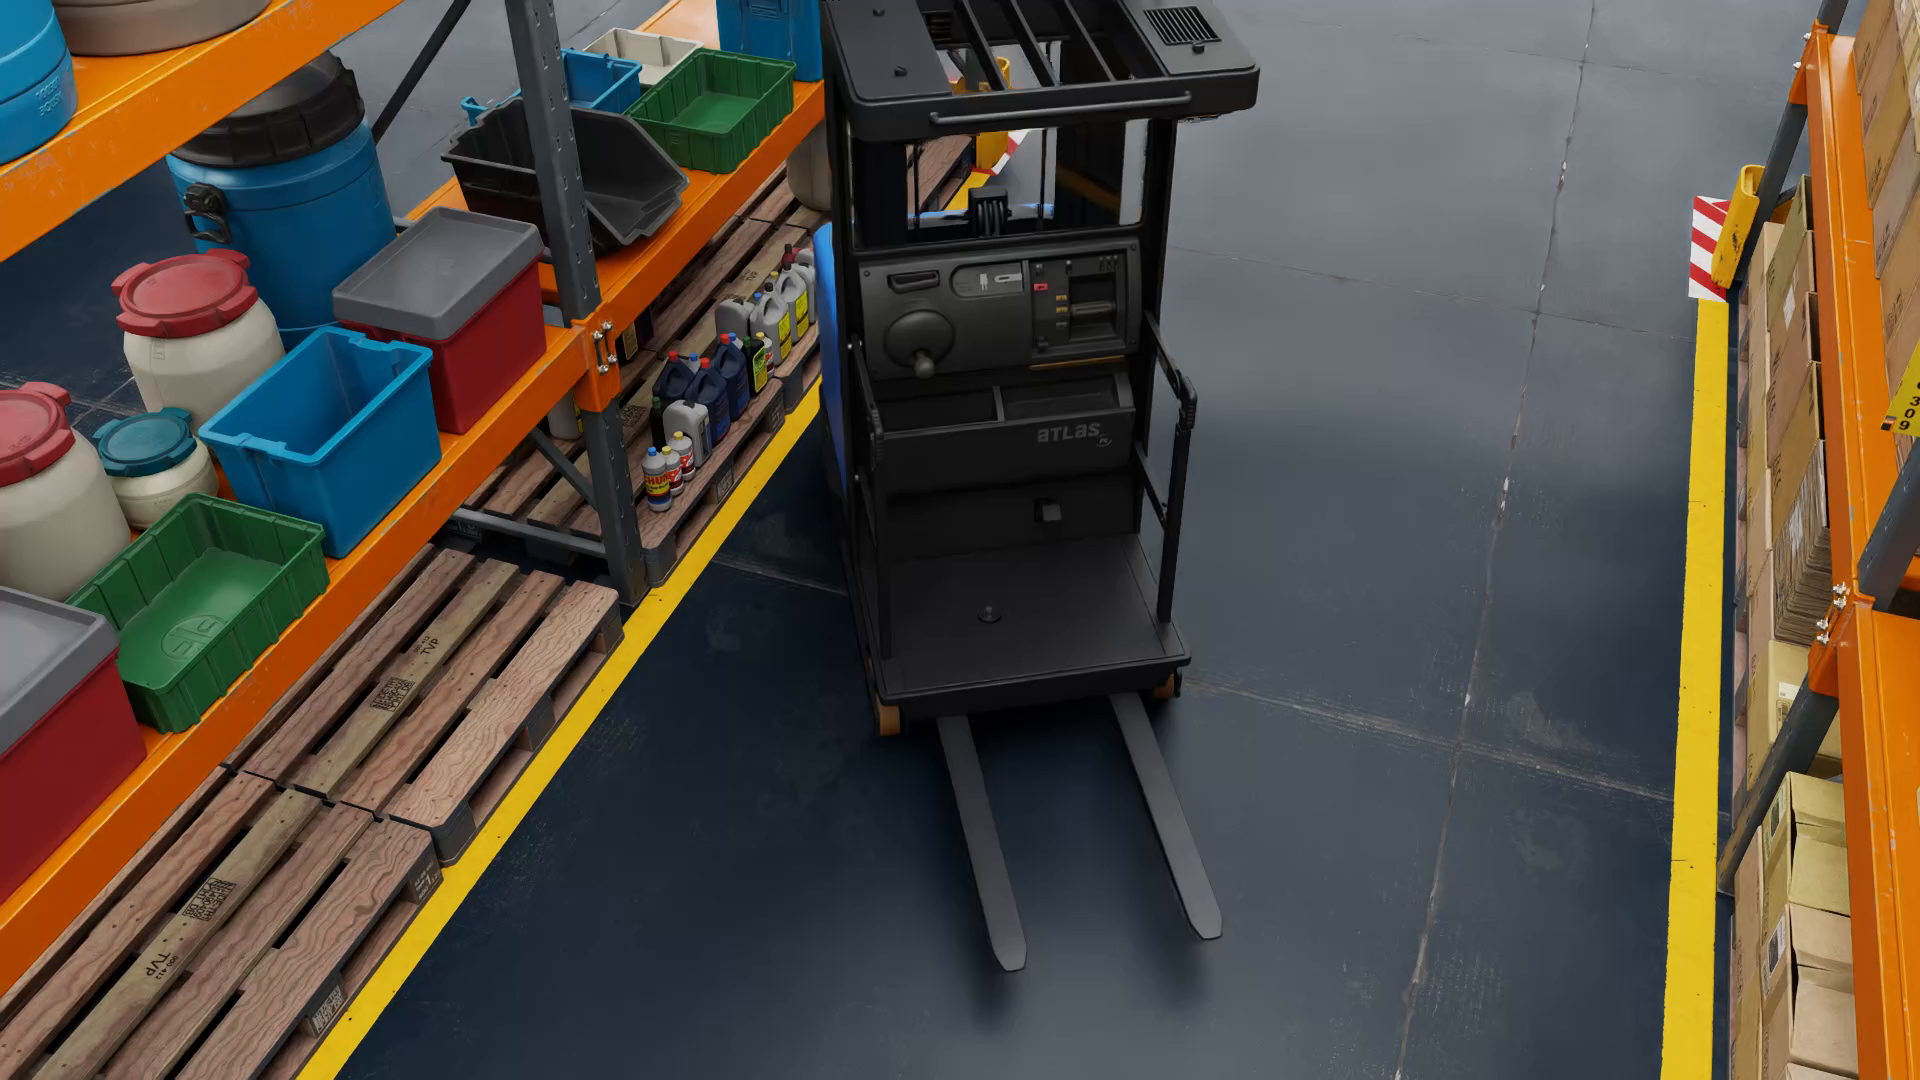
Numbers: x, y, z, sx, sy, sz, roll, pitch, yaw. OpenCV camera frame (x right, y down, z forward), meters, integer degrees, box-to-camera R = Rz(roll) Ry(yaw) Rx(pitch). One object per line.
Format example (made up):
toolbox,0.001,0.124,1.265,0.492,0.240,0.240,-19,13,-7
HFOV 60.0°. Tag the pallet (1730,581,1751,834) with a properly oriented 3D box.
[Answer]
pallet,3.258,0.667,5.805,1.003,0.211,1.213,13,42,15

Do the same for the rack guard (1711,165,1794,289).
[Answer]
rack guard,4.322,-1.421,8.031,1.175,0.500,0.348,13,42,15

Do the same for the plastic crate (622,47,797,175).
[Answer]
plastic crate,-0.978,-1.704,6.600,0.450,0.188,0.662,13,42,15

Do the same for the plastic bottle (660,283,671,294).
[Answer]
plastic bottle,-1.404,-1.282,7.705,0.097,0.271,0.097,0,40,0

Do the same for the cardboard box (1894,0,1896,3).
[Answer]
cardboard box,3.803,-2.138,6.368,0.380,0.149,0.250,13,42,15

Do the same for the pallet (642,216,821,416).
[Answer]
pallet,-1.023,-1.106,7.884,1.003,0.211,1.213,13,42,15

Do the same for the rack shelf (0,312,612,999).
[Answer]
rack shelf,-2.391,0.474,4.438,1.077,0.370,4.000,13,42,15

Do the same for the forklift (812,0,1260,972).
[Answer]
forklift,0.181,-0.676,5.284,1.130,2.935,3.031,-7,41,-8

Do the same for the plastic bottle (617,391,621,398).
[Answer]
plastic bottle,-1.544,-0.707,7.027,0.152,0.276,0.135,13,42,15

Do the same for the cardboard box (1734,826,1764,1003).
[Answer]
cardboard box,2.576,1.159,4.875,0.500,0.250,0.500,12,42,14

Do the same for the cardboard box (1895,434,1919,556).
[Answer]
cardboard box,3.092,-0.228,4.629,0.700,0.500,0.500,12,42,14

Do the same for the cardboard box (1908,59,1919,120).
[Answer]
cardboard box,3.451,-1.514,5.636,0.380,0.149,0.250,14,42,15

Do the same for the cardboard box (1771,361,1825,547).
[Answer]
cardboard box,3.249,-0.257,5.957,0.500,0.500,0.500,13,42,15

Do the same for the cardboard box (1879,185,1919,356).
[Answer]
cardboard box,3.442,-0.856,5.366,0.700,0.500,0.500,14,42,16

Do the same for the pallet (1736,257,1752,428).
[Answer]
pallet,4.092,-0.821,7.550,1.003,0.211,1.213,13,42,15

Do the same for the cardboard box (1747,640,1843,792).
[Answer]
cardboard box,2.900,0.637,5.487,0.500,0.250,0.500,13,42,15

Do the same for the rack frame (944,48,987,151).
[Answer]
rack frame,-0.339,-3.459,8.494,1.000,3.000,0.127,13,42,15

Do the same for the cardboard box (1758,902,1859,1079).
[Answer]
cardboard box,2.395,1.256,4.330,0.500,0.311,0.500,13,42,15

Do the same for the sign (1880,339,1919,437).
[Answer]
sign,2.424,-0.400,4.179,0.100,0.325,0.005,13,42,15

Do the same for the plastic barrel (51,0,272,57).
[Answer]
plastic barrel,-1.901,-1.594,3.610,0.600,0.901,0.600,0,40,0

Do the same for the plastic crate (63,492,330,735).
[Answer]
plastic crate,-2.037,0.186,4.384,0.450,0.188,0.662,13,42,15

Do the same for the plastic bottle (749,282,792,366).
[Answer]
plastic bottle,-0.831,-0.954,7.259,0.144,0.351,0.185,13,42,15

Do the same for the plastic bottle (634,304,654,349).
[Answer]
plastic bottle,-1.422,-0.999,7.364,0.061,0.283,0.133,13,42,15

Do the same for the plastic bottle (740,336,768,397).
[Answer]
plastic bottle,-0.881,-0.761,7.084,0.061,0.283,0.133,15,43,17

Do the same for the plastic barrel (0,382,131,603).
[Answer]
plastic barrel,-2.491,-0.089,4.439,0.433,0.535,0.433,0,40,0

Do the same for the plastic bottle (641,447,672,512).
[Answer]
plastic bottle,-1.186,-0.246,6.491,0.097,0.271,0.097,0,40,0

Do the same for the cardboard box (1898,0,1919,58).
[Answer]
cardboard box,3.626,-1.821,5.996,0.380,0.149,0.250,12,42,14

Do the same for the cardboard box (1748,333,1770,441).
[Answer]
cardboard box,3.583,-0.583,6.917,0.500,0.250,0.500,13,42,15

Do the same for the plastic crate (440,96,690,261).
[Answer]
plastic crate,-1.409,-1.287,5.995,0.767,0.338,0.504,13,42,15

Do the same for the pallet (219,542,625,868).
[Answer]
pallet,-1.939,0.529,5.968,1.003,0.211,1.213,13,42,15

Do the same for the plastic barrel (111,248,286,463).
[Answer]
plastic barrel,-2.240,-0.537,4.963,0.433,0.535,0.433,0,40,0

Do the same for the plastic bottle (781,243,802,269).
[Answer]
plastic bottle,-0.768,-1.252,7.660,0.061,0.283,0.133,13,42,15

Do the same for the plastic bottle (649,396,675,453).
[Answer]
plastic bottle,-1.202,-0.477,6.752,0.061,0.283,0.133,13,42,15

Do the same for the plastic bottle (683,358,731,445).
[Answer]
plastic bottle,-1.041,-0.580,6.820,0.144,0.351,0.185,14,43,16

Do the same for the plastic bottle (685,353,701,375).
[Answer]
plastic bottle,-1.105,-0.665,6.981,0.097,0.271,0.097,0,40,0

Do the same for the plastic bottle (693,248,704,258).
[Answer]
plastic bottle,-1.288,-1.462,7.970,0.097,0.201,0.097,0,40,0

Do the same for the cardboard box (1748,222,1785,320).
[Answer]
cardboard box,3.922,-1.194,7.633,0.500,0.250,0.500,13,42,15

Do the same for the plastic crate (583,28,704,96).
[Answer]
plastic crate,-1.390,-1.966,6.946,0.530,0.136,0.437,13,42,15

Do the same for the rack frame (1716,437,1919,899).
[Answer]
rack frame,2.946,0.082,4.343,1.000,3.000,0.127,13,42,15

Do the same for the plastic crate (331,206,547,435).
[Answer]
plastic crate,-1.585,-0.681,5.188,0.402,0.464,0.583,13,42,15

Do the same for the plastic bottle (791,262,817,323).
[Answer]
plastic bottle,-0.715,-1.141,7.536,0.152,0.276,0.135,12,42,14

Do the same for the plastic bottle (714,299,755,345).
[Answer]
plastic bottle,-0.979,-0.943,7.304,0.152,0.276,0.135,13,42,15

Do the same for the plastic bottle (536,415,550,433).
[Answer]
plastic bottle,-1.758,-0.636,6.886,0.144,0.351,0.185,12,42,14

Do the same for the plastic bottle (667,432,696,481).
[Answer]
plastic bottle,-1.117,-0.344,6.659,0.097,0.201,0.097,0,40,0

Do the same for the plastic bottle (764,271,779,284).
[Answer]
plastic bottle,-0.838,-1.129,7.579,0.097,0.201,0.097,0,40,0

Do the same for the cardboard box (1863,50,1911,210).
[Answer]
cardboard box,3.792,-1.491,6.109,0.700,0.500,0.500,14,42,15

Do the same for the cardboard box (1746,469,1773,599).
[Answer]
cardboard box,3.237,0.026,6.204,0.500,0.250,0.500,13,42,15

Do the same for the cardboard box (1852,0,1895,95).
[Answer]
cardboard box,4.142,-2.114,6.840,0.700,0.500,0.500,13,42,15

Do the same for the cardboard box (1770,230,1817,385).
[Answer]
cardboard box,3.594,-0.866,6.671,0.500,0.500,0.500,13,42,15

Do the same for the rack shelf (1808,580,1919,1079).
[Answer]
rack shelf,2.262,1.575,3.147,1.077,0.370,4.000,13,42,15
